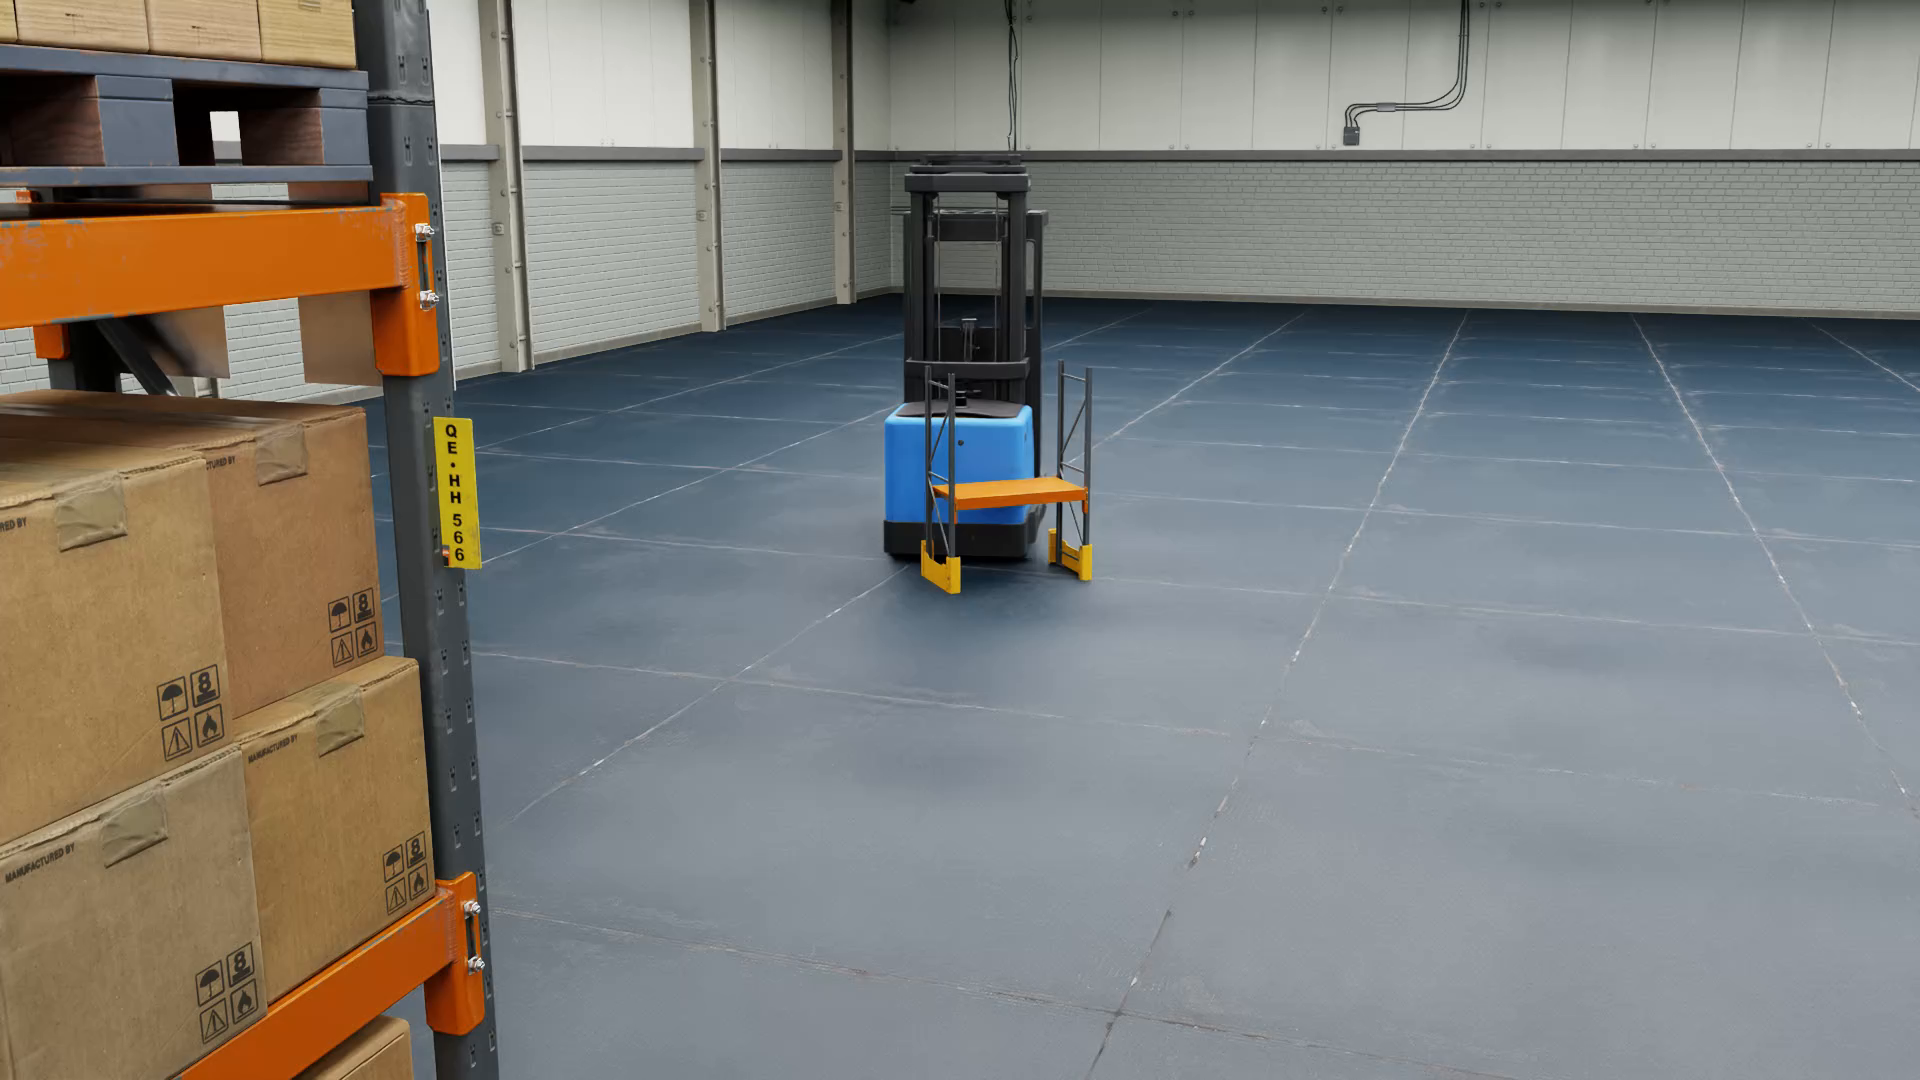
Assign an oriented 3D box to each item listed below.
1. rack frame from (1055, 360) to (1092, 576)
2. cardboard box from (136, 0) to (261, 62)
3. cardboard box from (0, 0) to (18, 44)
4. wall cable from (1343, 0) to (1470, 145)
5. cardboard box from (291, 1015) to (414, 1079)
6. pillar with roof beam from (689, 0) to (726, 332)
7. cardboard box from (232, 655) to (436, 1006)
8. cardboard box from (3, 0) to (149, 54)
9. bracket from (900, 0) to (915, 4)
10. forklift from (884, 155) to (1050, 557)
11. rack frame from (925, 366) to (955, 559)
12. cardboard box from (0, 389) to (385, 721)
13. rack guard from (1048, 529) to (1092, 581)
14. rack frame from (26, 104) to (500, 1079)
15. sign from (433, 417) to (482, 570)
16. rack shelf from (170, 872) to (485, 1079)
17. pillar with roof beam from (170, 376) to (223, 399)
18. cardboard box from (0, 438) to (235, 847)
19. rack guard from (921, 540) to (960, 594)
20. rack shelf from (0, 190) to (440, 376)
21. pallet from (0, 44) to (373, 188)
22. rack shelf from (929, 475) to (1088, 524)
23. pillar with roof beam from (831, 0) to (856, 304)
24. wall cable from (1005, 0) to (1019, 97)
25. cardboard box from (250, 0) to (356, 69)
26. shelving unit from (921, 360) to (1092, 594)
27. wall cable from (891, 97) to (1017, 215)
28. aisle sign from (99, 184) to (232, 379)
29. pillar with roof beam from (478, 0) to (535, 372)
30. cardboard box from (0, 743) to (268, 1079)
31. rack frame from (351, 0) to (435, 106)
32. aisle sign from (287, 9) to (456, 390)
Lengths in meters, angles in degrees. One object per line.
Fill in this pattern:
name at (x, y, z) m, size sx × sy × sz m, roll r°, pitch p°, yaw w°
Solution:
rack frame at (0.808, -0.508, 11.845) m, size 0.032 × 1.500 × 0.500 m, roll -5°, pitch 14°, yaw -21°
cardboard box at (-1.452, -0.907, 2.874) m, size 0.380 × 0.149 × 0.250 m, roll 4°, pitch 14°, yaw 19°
cardboard box at (-1.617, -0.799, 2.404) m, size 0.380 × 0.149 × 0.250 m, roll 4°, pitch 14°, yaw 19°
wall cable at (8.814, -10.808, 32.476) m, size 2.305 × 6.003 × 0.169 m, roll 4°, pitch 14°, yaw 18°
cardboard box at (-1.740, 1.518, 3.427) m, size 0.875 × 0.875 × 0.875 m, roll 4°, pitch 14°, yaw 19°
pillar with roof beam at (-0.236, -7.739, 26.671) m, size 9.100 × 9.000 × 0.400 m, roll 4°, pitch 14°, yaw 18°
cardboard box at (-1.660, 0.548, 3.511) m, size 0.875 × 0.550 × 0.550 m, roll 4°, pitch 14°, yaw 18°
cardboard box at (-1.534, -0.853, 2.637) m, size 0.380 × 0.149 × 0.250 m, roll 5°, pitch 14°, yaw 19°
bracket at (-1.132, -11.628, 35.620) m, size 0.235 × 0.232 × 0.430 m, roll 4°, pitch 14°, yaw 18°
forklift at (0.133, -1.581, 13.329) m, size 1.130 × 2.935 × 3.031 m, roll 2°, pitch 13°, yaw 7°
rack frame at (-0.139, -0.426, 11.484) m, size 0.032 × 1.500 × 0.500 m, roll -5°, pitch 14°, yaw -21°
cardboard box at (-1.739, 0.015, 3.417) m, size 0.875 × 0.550 × 0.550 m, roll 4°, pitch 14°, yaw 18°
rack guard at (0.790, 0.103, 11.977) m, size 0.087 × 0.250 × 0.587 m, roll -5°, pitch 14°, yaw -21°
rack frame at (-1.583, 0.539, 3.884) m, size 1.000 × 3.000 × 0.127 m, roll 4°, pitch 14°, yaw 18°
sign at (-1.074, -0.099, 3.545) m, size 0.100 × 0.325 × 0.005 m, roll 4°, pitch 14°, yaw 18°
rack shelf at (-2.230, 1.311, 2.119) m, size 1.077 × 0.370 × 4.000 m, roll 4°, pitch 14°, yaw 18°
pillar with roof beam at (-4.119, -5.212, 15.601) m, size 9.100 × 9.000 × 0.400 m, roll 4°, pitch 14°, yaw 18°
cardboard box at (-1.830, 0.138, 2.881) m, size 0.875 × 0.550 × 0.550 m, roll 4°, pitch 14°, yaw 18°
rack guard at (-0.138, 0.183, 11.623) m, size 0.087 × 0.250 × 0.587 m, roll -5°, pitch 14°, yaw -21°
rack shelf at (-2.230, -0.151, 1.785) m, size 1.077 × 0.370 × 4.000 m, roll 4°, pitch 14°, yaw 18°
pallet at (-1.813, -0.723, 2.872) m, size 1.003 × 0.211 × 1.213 m, roll 4°, pitch 14°, yaw 18°
rack shelf at (0.335, -0.292, 11.704) m, size 1.000 × 0.185 × 0.538 m, roll -5°, pitch 14°, yaw -21°
pillar with roof beam at (1.705, -9.002, 32.206) m, size 9.100 × 9.000 × 0.548 m, roll 4°, pitch 14°, yaw 18°
wall cable at (2.396, -10.591, 34.794) m, size 3.097 × 2.526 × 0.112 m, roll 4°, pitch 14°, yaw 18°
cardboard box at (-1.370, -0.960, 3.107) m, size 0.380 × 0.149 × 0.250 m, roll 4°, pitch 14°, yaw 18°
shelving unit at (0.326, -0.466, 11.661) m, size 1.083 × 1.500 × 0.587 m, roll -5°, pitch 14°, yaw -21°
wall cable at (-0.164, -8.323, 36.210) m, size 3.097 × 2.526 × 0.112 m, roll 4°, pitch 14°, yaw 18°
aisle sign at (-1.844, -0.765, 3.755) m, size 0.394 × 0.787 × 0.004 m, roll 4°, pitch 14°, yaw 18°
pillar with roof beam at (-2.178, -6.475, 21.136) m, size 9.100 × 9.000 × 0.400 m, roll 4°, pitch 14°, yaw 18°
cardboard box at (-1.817, 0.665, 2.996) m, size 0.875 × 0.550 × 0.550 m, roll 4°, pitch 14°, yaw 18°
rack frame at (-1.583, -2.385, 3.216) m, size 1.000 × 3.000 × 0.127 m, roll 4°, pitch 14°, yaw 18°
aisle sign at (-1.276, -0.721, 3.565) m, size 0.394 × 0.787 × 0.004 m, roll 4°, pitch 14°, yaw 18°
